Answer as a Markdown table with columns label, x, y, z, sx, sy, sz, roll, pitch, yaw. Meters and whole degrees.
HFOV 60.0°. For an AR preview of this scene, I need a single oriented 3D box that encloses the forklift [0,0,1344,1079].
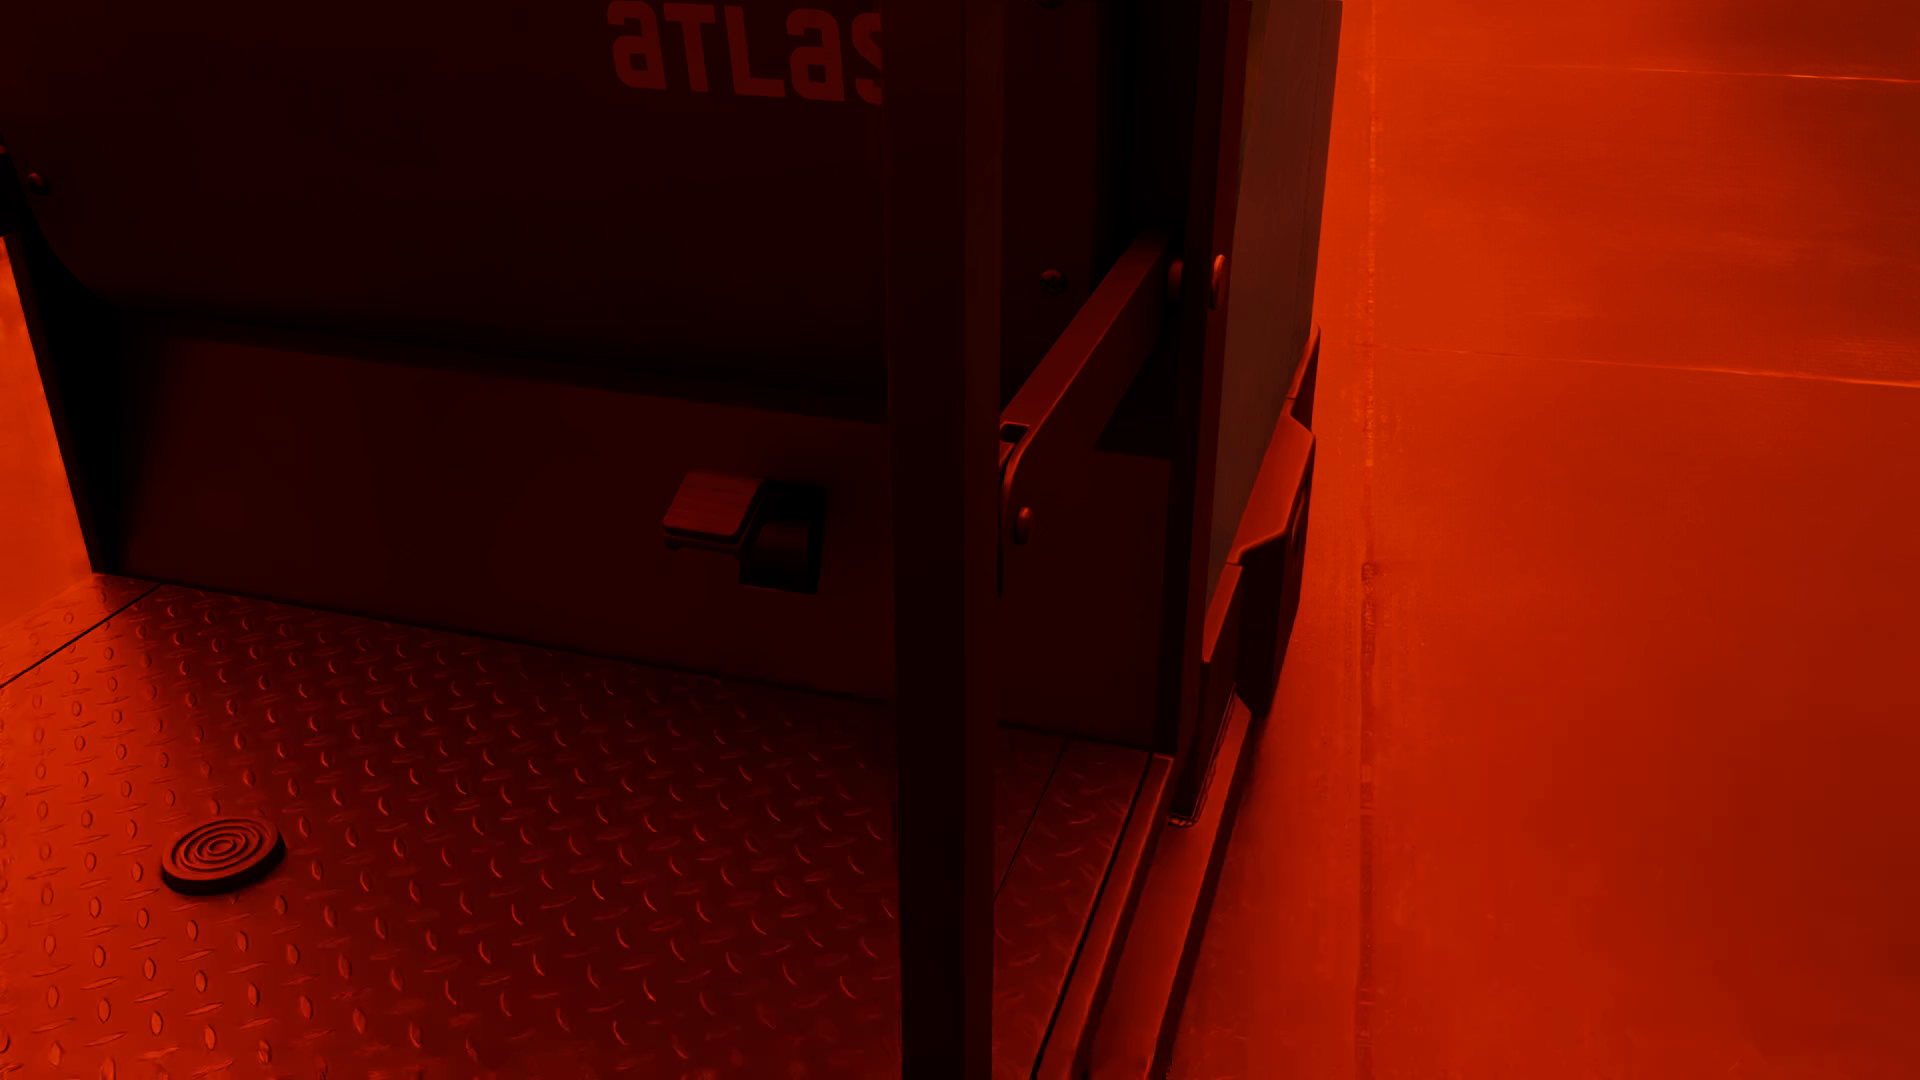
| label | x | y | z | sx | sy | sz | roll | pitch | yaw |
| --- | --- | --- | --- | --- | --- | --- | --- | --- | --- |
| forklift | -0.400 | -0.797 | 0.826 | 1.130 | 2.935 | 3.031 | 8 | 28 | 15 |
